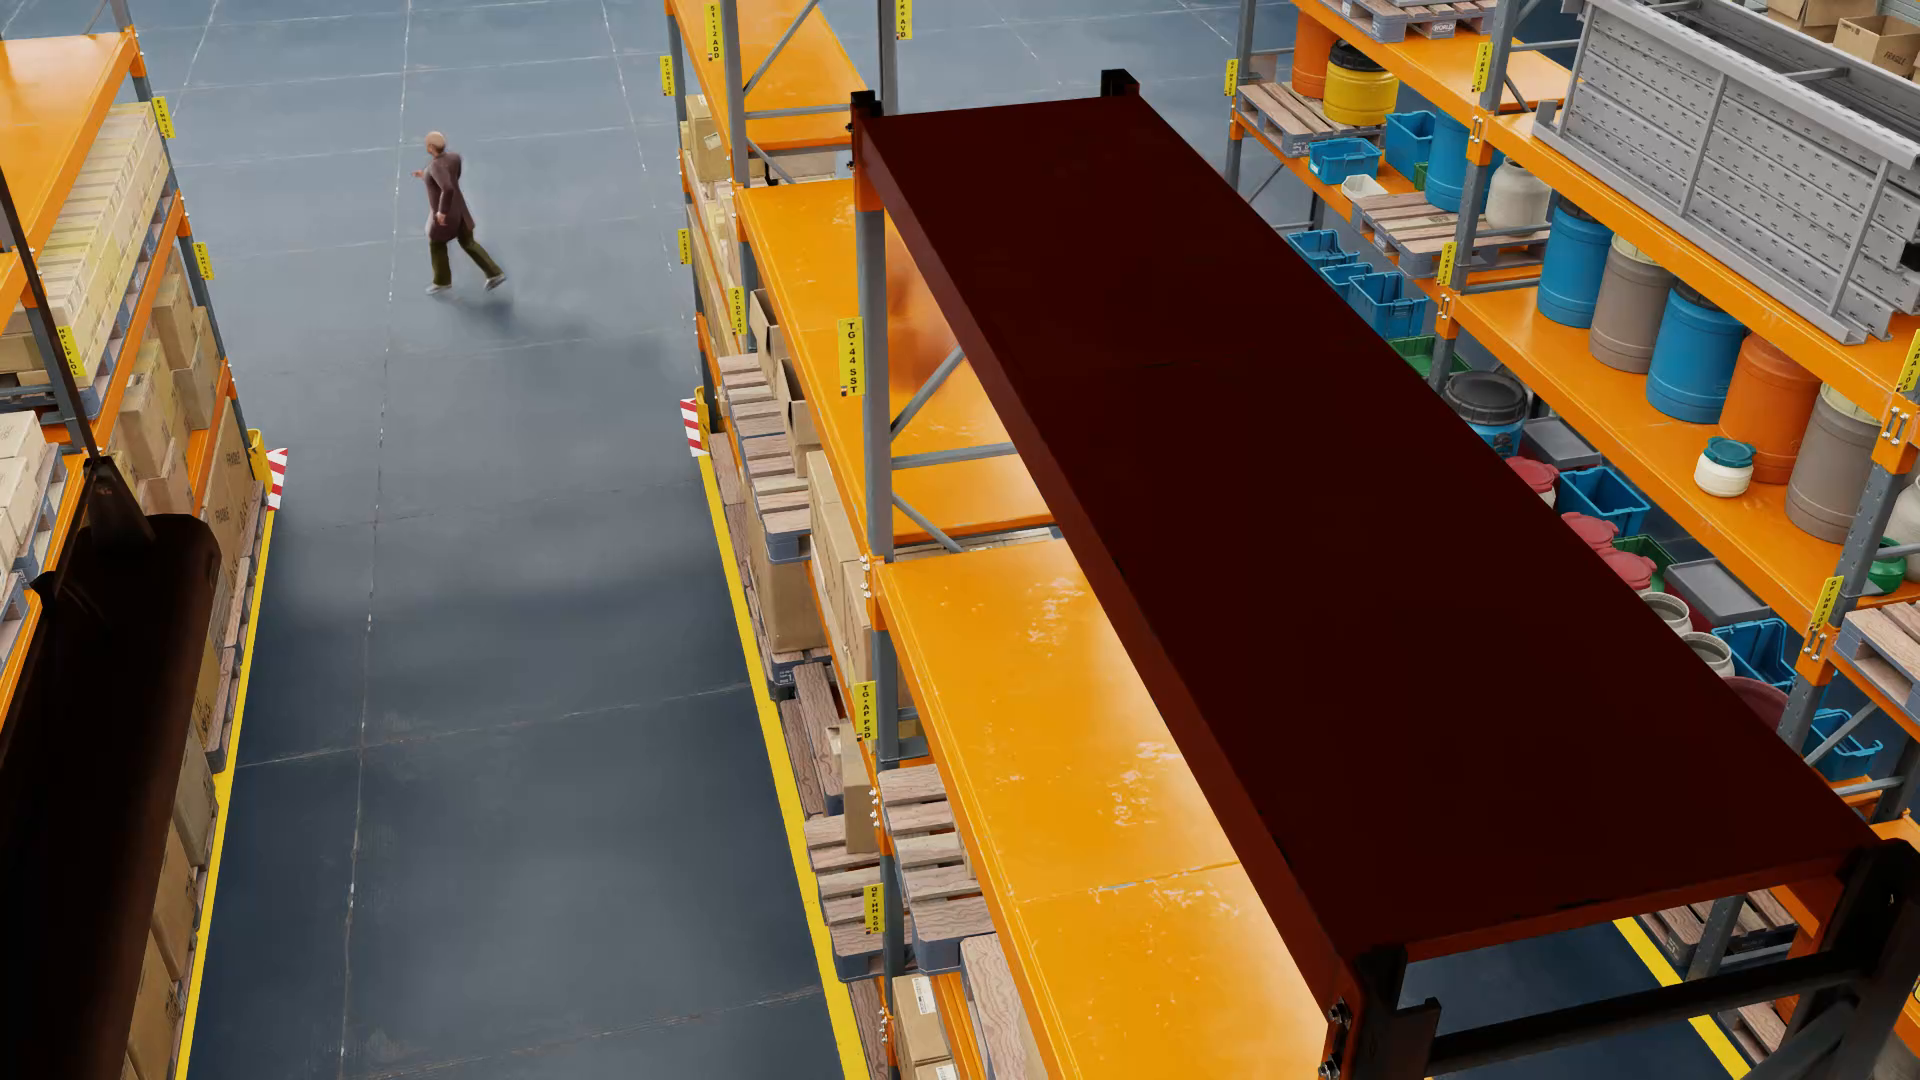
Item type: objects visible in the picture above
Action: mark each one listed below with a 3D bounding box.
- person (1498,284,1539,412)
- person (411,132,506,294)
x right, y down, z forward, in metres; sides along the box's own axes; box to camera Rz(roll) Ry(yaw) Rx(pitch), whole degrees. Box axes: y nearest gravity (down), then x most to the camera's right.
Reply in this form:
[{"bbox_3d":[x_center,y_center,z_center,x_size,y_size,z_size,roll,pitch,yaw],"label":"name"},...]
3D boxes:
[{"bbox_3d":[5.107,-1.676,15.112,0.560,1.639,0.605,-15,37,-21],"label":"person"},{"bbox_3d":[-5.314,-3.392,17.450,0.968,1.809,0.702,11,36,16],"label":"person"}]
